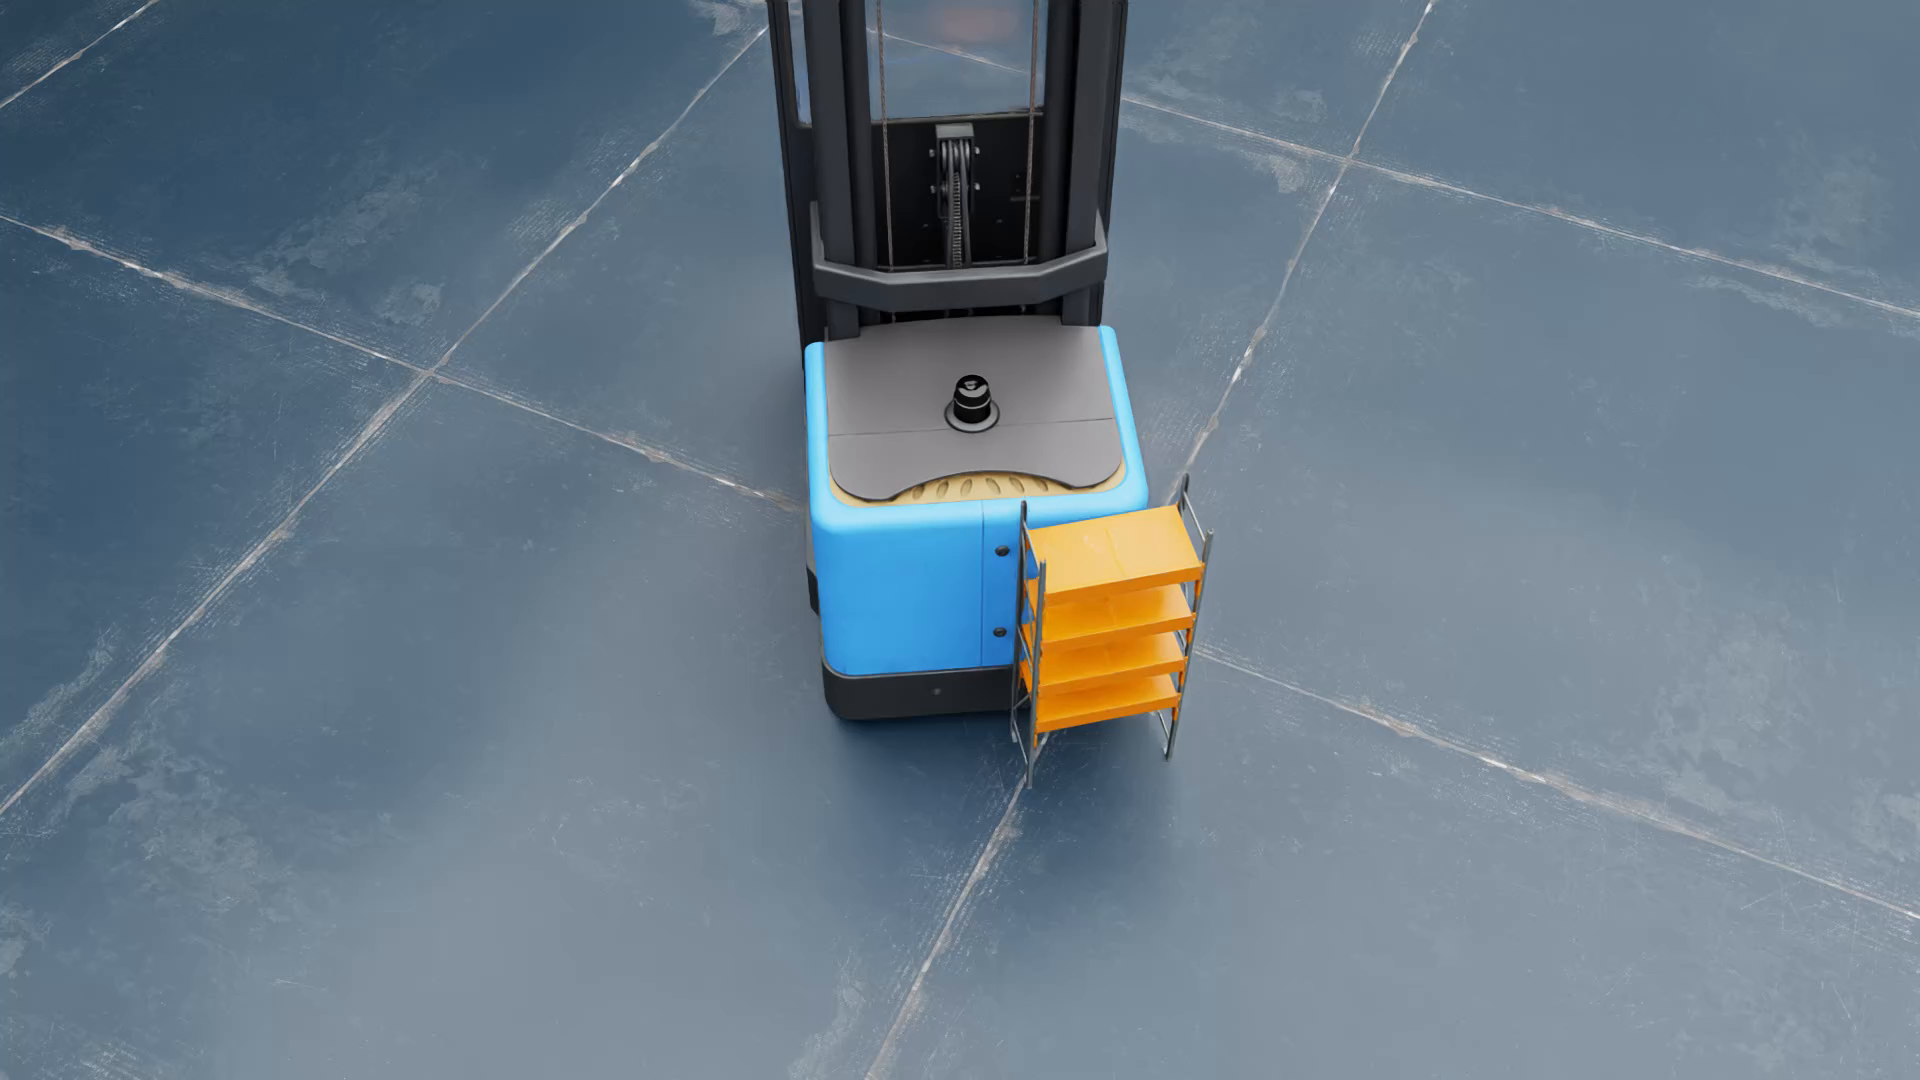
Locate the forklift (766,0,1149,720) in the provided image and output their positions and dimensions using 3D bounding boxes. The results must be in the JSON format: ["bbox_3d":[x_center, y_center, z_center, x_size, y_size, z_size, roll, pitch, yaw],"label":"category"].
[{"bbox_3d":[-0.057,-1.469,5.576,1.130,2.935,3.031,-4,50,-3],"label":"forklift"}]

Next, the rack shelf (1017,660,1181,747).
[{"bbox_3d":[0.444,0.486,5.396,0.480,0.148,0.258,-10,51,-8],"label":"rack shelf"}]

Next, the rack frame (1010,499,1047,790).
[{"bbox_3d":[0.207,0.358,5.156,0.015,1.200,0.240,-10,51,-8],"label":"rack frame"}]

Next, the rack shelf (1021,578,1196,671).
[{"bbox_3d":[0.445,0.216,5.071,0.480,0.148,0.258,-10,51,-8],"label":"rack shelf"}]

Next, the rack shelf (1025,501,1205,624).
[{"bbox_3d":[0.445,0.065,4.889,0.480,0.148,0.258,-10,51,-8],"label":"rack shelf"}]

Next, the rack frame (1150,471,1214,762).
[{"bbox_3d":[0.682,0.274,5.227,0.015,1.200,0.240,-10,51,-8],"label":"rack frame"}]

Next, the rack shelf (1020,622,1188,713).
[{"bbox_3d":[0.444,0.359,5.243,0.480,0.148,0.258,-10,51,-8],"label":"rack shelf"}]

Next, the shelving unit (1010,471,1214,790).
[{"bbox_3d":[0.445,0.316,5.191,0.503,1.200,0.258,-10,51,-8],"label":"shelving unit"}]
